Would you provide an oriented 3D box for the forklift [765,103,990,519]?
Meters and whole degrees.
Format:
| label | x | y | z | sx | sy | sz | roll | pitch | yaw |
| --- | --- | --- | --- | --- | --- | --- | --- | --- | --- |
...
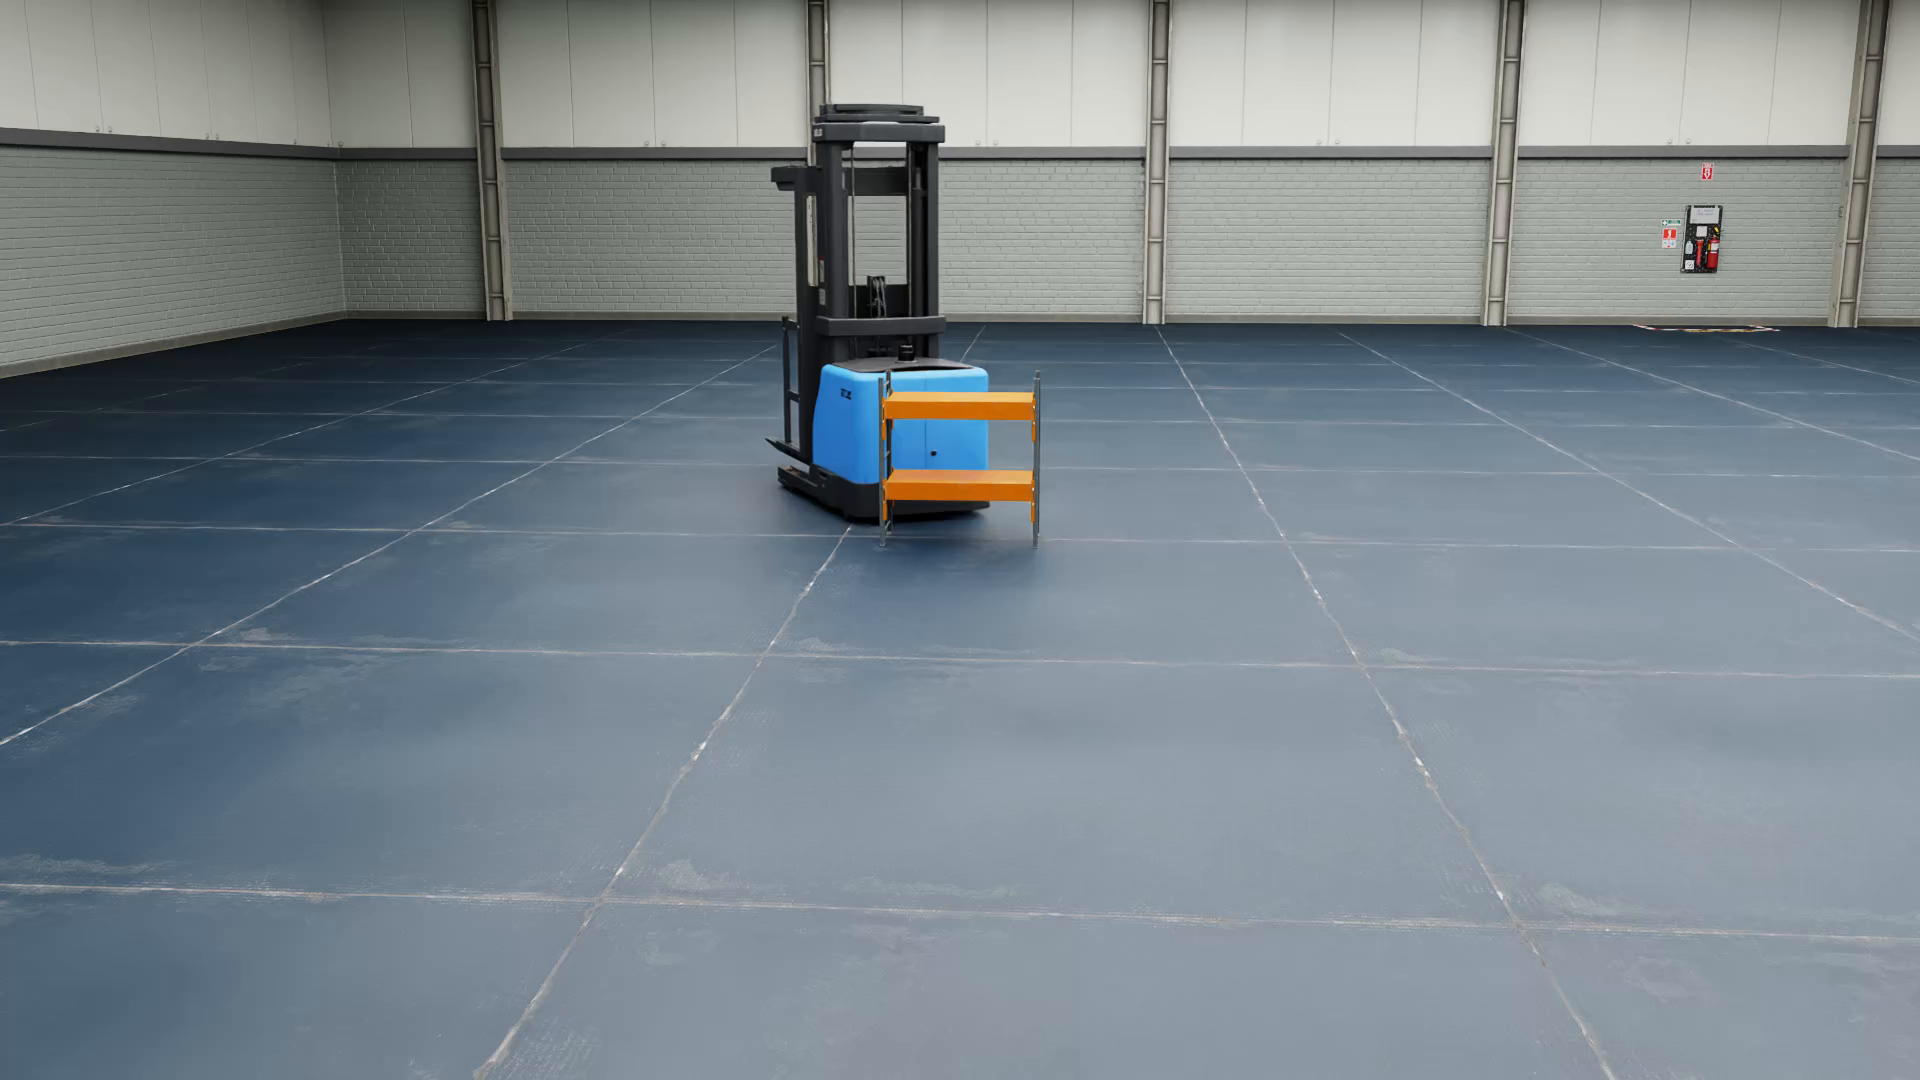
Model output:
| label | x | y | z | sx | sy | sz | roll | pitch | yaw |
| --- | --- | --- | --- | --- | --- | --- | --- | --- | --- |
| forklift | -0.806 | -1.842 | 12.916 | 1.130 | 2.935 | 3.031 | -5 | 13 | -22 |

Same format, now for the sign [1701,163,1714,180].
| label | x | y | z | sx | sy | sz | roll | pitch | yaw |
| --- | --- | --- | --- | --- | --- | --- | --- | --- | --- |
| sign | 12.987 | -6.404 | 28.893 | 0.199 | 0.298 | 0.001 | 1 | 12 | 4 |

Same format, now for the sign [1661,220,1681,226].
| label | x | y | z | sx | sy | sz | roll | pitch | yaw |
| --- | --- | --- | --- | --- | --- | --- | --- | --- | --- |
| sign | 12.448 | -5.552 | 29.103 | 0.331 | 0.109 | 0.001 | 1 | 12 | 4 |

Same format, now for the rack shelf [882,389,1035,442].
| label | x | y | z | sx | sy | sz | roll | pitch | yaw |
| --- | --- | --- | --- | --- | --- | --- | --- | --- | --- |
| rack shelf | 0.007 | -0.837 | 11.093 | 1.000 | 0.278 | 0.538 | 1 | 12 | 4 |

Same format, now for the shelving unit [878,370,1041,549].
| label | x | y | z | sx | sy | sz | roll | pitch | yaw |
| --- | --- | --- | --- | --- | --- | --- | --- | --- | --- |
| shelving unit | 0.007 | -0.550 | 11.152 | 1.048 | 1.125 | 0.538 | 1 | 12 | 4 |

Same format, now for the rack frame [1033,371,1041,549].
| label | x | y | z | sx | sy | sz | roll | pitch | yaw |
| --- | --- | --- | --- | --- | --- | --- | --- | --- | --- |
| rack frame | 0.514 | -0.544 | 11.119 | 0.032 | 1.125 | 0.500 | 1 | 12 | 4 |

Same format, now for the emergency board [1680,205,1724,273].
| label | x | y | z | sx | sy | sz | roll | pitch | yaw |
| --- | --- | --- | --- | --- | --- | --- | --- | --- | --- |
| emergency board | 12.989 | -5.249 | 29.033 | 0.643 | 1.169 | 0.194 | 1 | 12 | 4 |

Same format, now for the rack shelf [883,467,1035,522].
| label | x | y | z | sx | sy | sz | roll | pitch | yaw |
| --- | --- | --- | --- | --- | --- | --- | --- | --- | --- |
| rack shelf | 0.007 | -0.311 | 11.203 | 1.000 | 0.278 | 0.538 | 1 | 12 | 4 |

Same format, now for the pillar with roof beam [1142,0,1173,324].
| label | x | y | z | sx | sy | sz | roll | pitch | yaw |
| --- | --- | --- | --- | --- | --- | --- | --- | --- | --- |
| pillar with roof beam | 3.191 | -7.428 | 24.800 | 0.400 | 9.000 | 9.100 | 1 | 12 | 4 |

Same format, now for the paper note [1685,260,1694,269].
| label | x | y | z | sx | sy | sz | roll | pitch | yaw |
| --- | --- | --- | --- | --- | --- | --- | --- | --- | --- |
| paper note | 12.817 | -4.834 | 29.202 | 0.142 | 0.148 | 0.016 | 1 | 12 | 4 |

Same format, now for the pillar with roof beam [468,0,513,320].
| label | x | y | z | sx | sy | sz | roll | pitch | yaw |
| --- | --- | --- | --- | --- | --- | --- | --- | --- | --- |
| pillar with roof beam | -8.782 | -7.592 | 25.585 | 0.400 | 9.000 | 9.100 | 1 | 12 | 4 |

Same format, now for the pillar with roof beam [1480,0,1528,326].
| label | x | y | z | sx | sy | sz | roll | pitch | yaw |
| --- | --- | --- | --- | --- | --- | --- | --- | --- | --- |
| pillar with roof beam | 9.177 | -7.346 | 24.408 | 0.400 | 9.000 | 9.100 | 1 | 12 | 4 |

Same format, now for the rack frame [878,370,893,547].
| label | x | y | z | sx | sy | sz | roll | pitch | yaw |
| --- | --- | --- | --- | --- | --- | --- | --- | --- | --- |
| rack frame | -0.500 | -0.557 | 11.186 | 0.032 | 1.125 | 0.500 | 1 | 12 | 4 |

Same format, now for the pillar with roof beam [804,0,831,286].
| label | x | y | z | sx | sy | sz | roll | pitch | yaw |
| --- | --- | --- | --- | --- | --- | --- | --- | --- | --- |
| pillar with roof beam | -2.796 | -7.510 | 25.193 | 0.400 | 9.000 | 9.100 | 1 | 12 | 4 |

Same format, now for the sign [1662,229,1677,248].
| label | x | y | z | sx | sy | sz | roll | pitch | yaw |
| --- | --- | --- | --- | --- | --- | --- | --- | --- | --- |
| sign | 12.444 | -5.295 | 29.166 | 0.234 | 0.329 | 0.001 | 1 | 12 | 4 |

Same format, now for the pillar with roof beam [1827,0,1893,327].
| label | x | y | z | sx | sy | sz | roll | pitch | yaw |
| --- | --- | --- | --- | --- | --- | --- | --- | --- | --- |
| pillar with roof beam | 15.164 | -7.264 | 24.015 | 0.400 | 9.000 | 9.100 | 1 | 12 | 4 |
